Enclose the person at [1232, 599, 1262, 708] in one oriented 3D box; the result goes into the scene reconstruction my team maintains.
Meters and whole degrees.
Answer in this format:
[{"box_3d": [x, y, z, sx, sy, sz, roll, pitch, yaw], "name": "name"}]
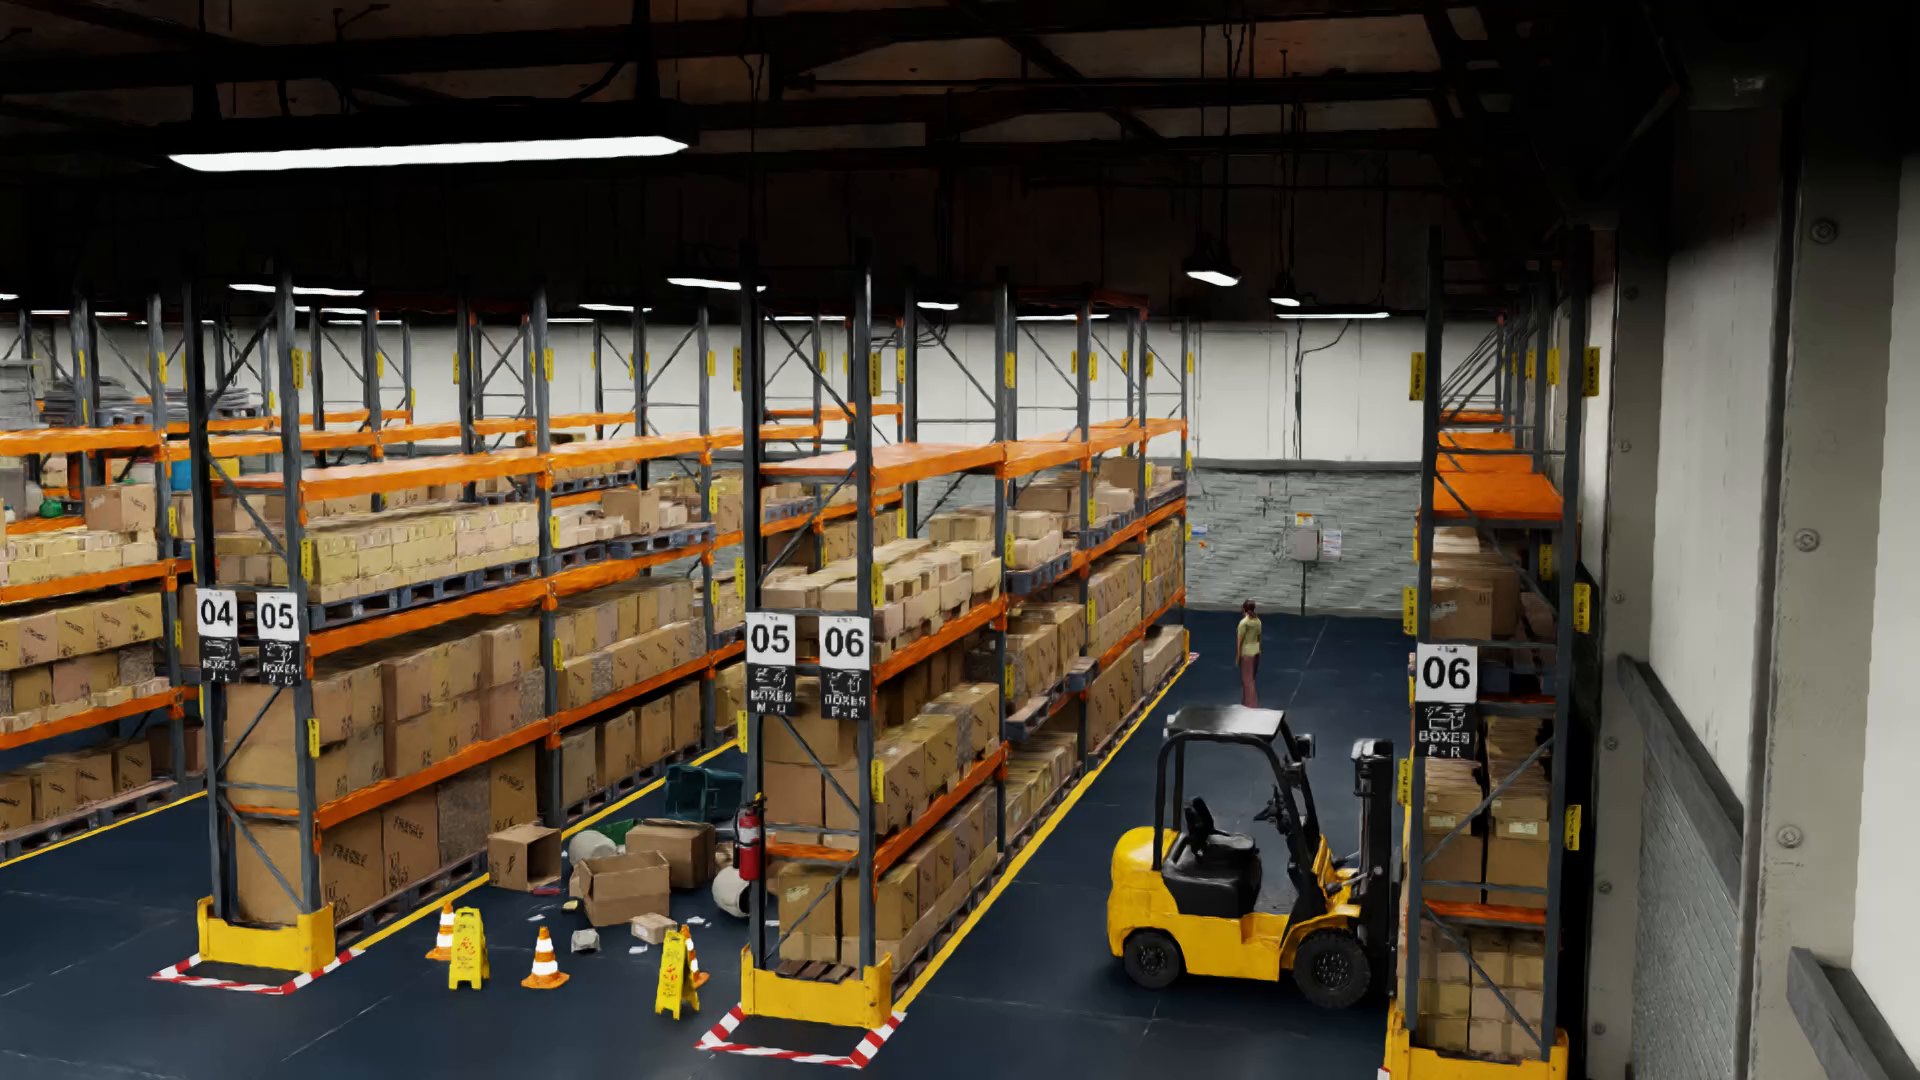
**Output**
[{"box_3d": [4.097, 1.661, 23.813, 0.564, 1.663, 0.560, 6, 9, 44], "name": "person"}]
